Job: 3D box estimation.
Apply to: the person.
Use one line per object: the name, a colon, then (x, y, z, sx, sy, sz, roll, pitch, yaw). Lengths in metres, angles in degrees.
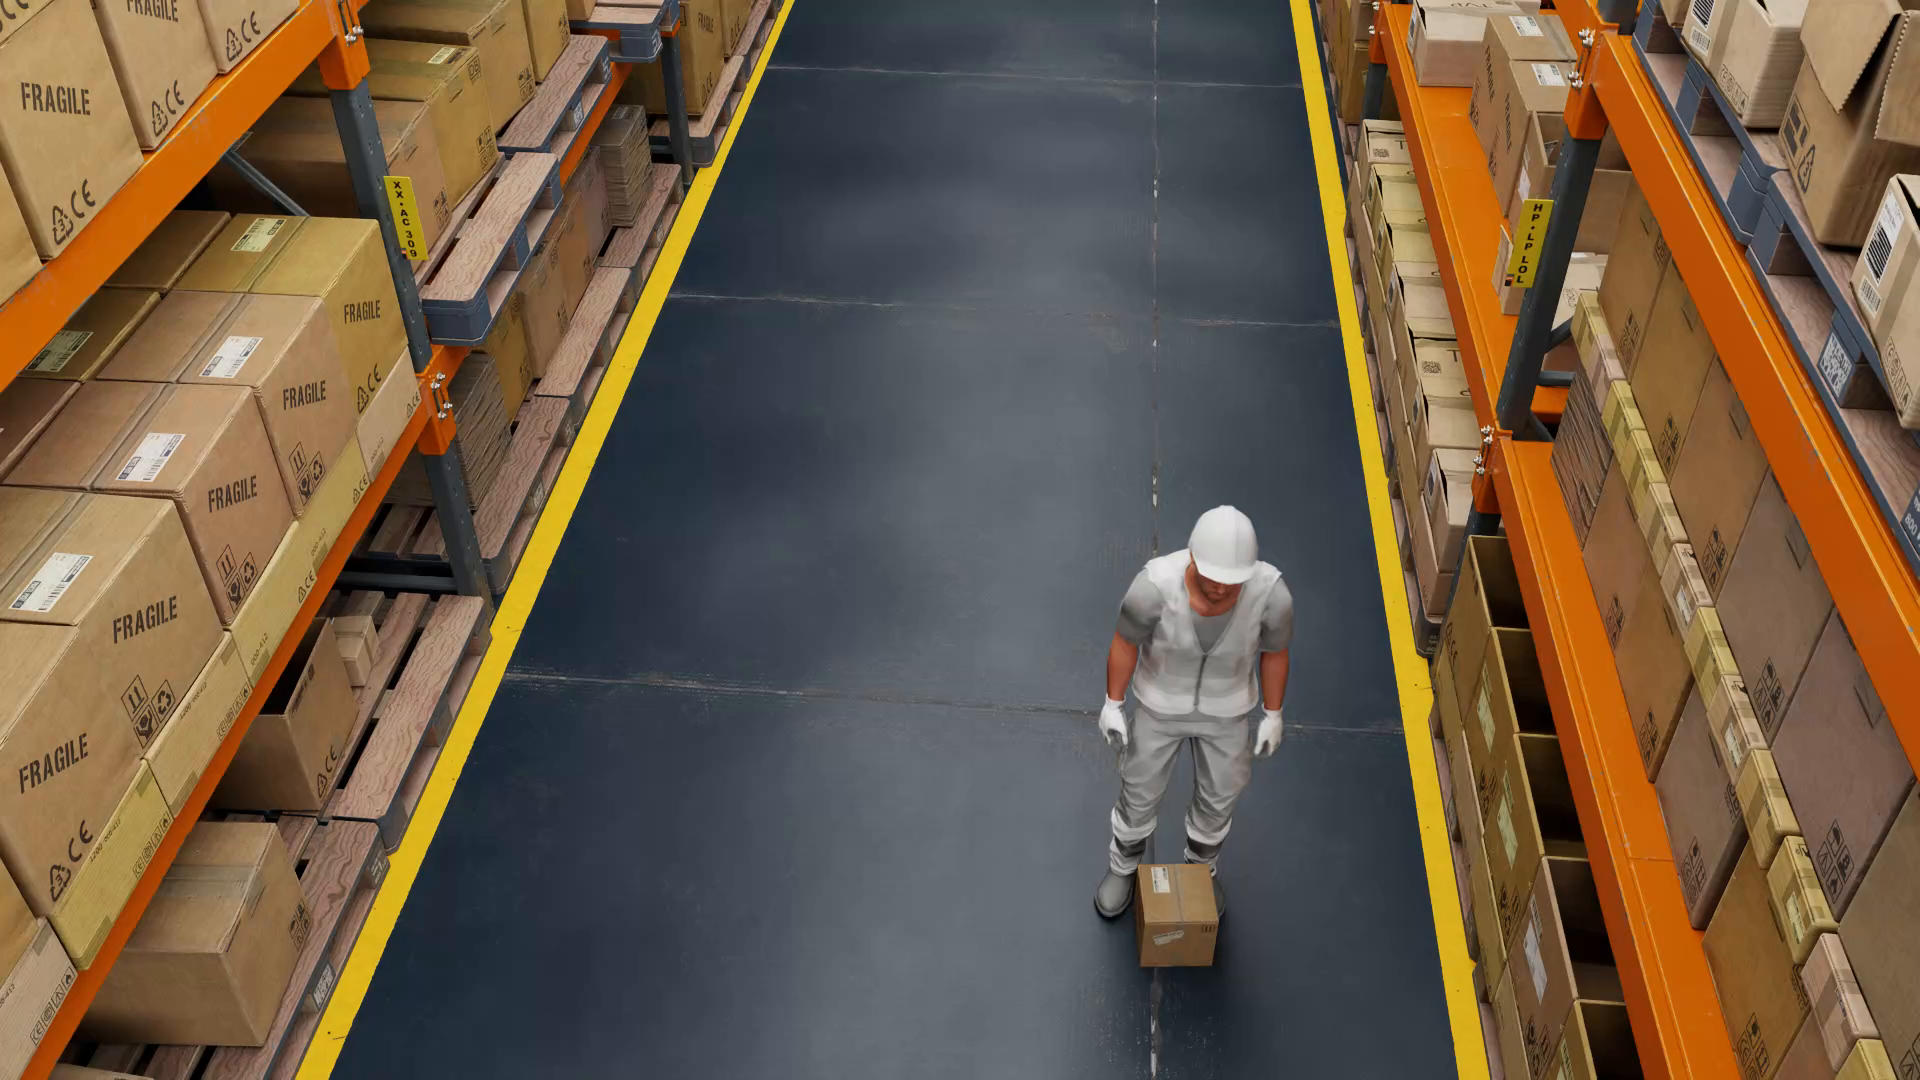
person: (0.762, 0.572, 5.456, 0.609, 1.779, 0.454, 3, 40, 4)
